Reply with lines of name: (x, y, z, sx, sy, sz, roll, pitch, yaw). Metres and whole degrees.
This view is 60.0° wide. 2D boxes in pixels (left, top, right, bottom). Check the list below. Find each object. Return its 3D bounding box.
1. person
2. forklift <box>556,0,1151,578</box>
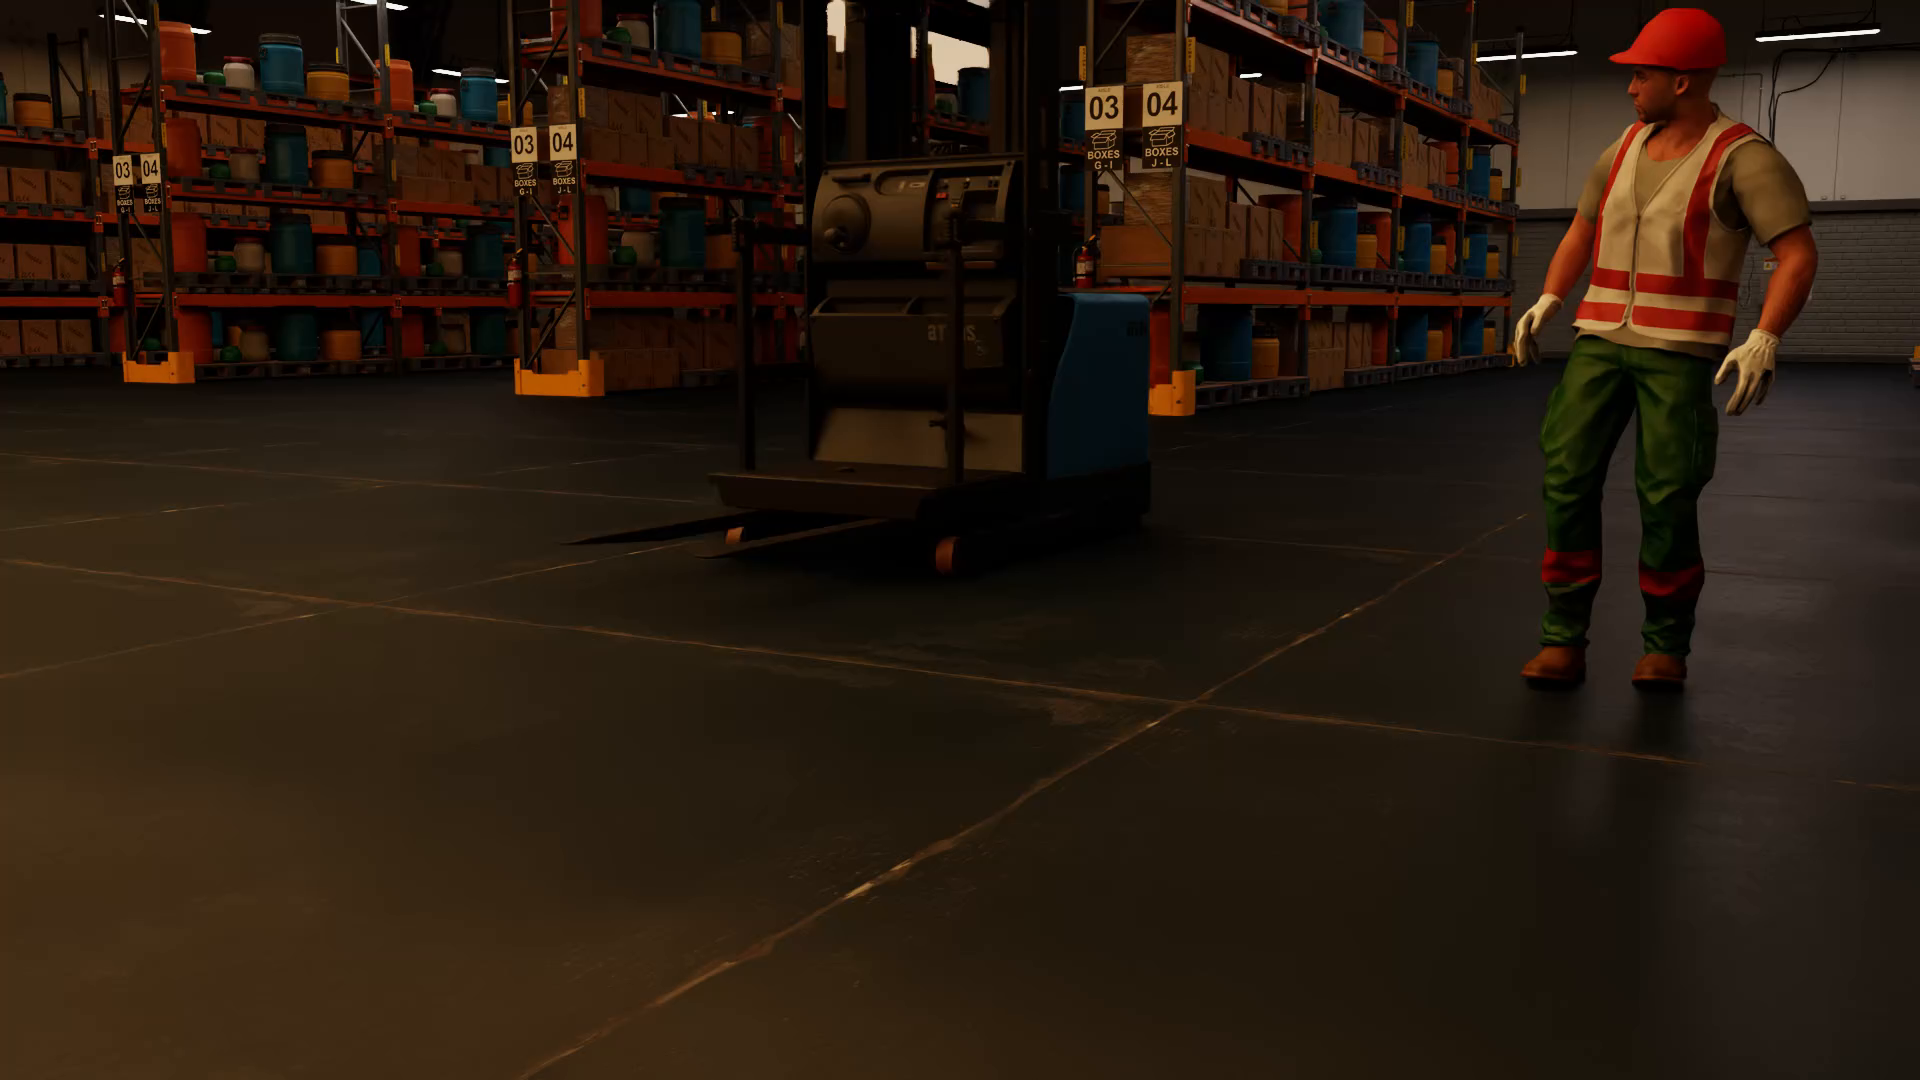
person: (1.802, -0.483, 4.377, 0.506, 1.761, 0.757, -7, 11, -43)
forklift: (-0.305, -1.378, 6.578, 1.130, 2.935, 3.031, 5, 9, 31)
